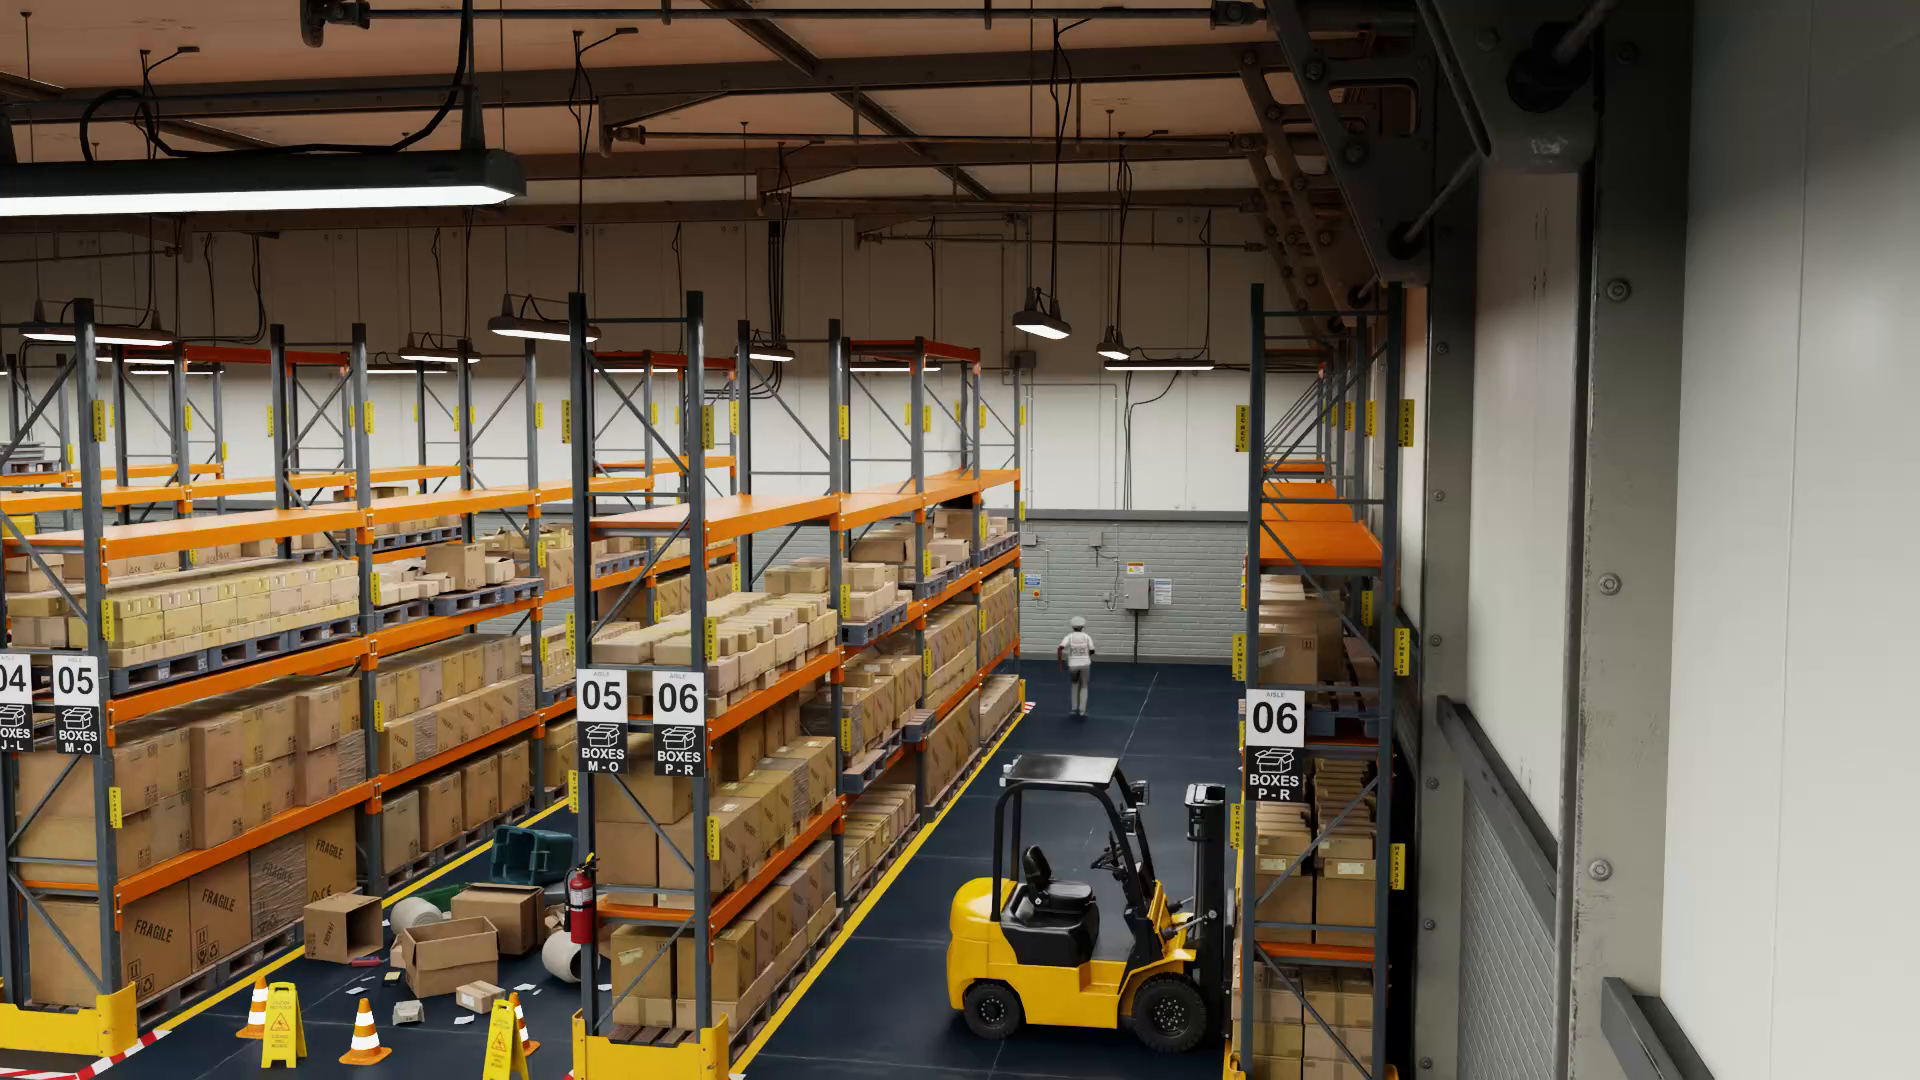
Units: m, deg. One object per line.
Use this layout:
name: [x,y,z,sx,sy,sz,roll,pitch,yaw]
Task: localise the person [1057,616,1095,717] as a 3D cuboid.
person: [1.933,2.137,27.604,0.597,1.745,0.751,1,5,10]
